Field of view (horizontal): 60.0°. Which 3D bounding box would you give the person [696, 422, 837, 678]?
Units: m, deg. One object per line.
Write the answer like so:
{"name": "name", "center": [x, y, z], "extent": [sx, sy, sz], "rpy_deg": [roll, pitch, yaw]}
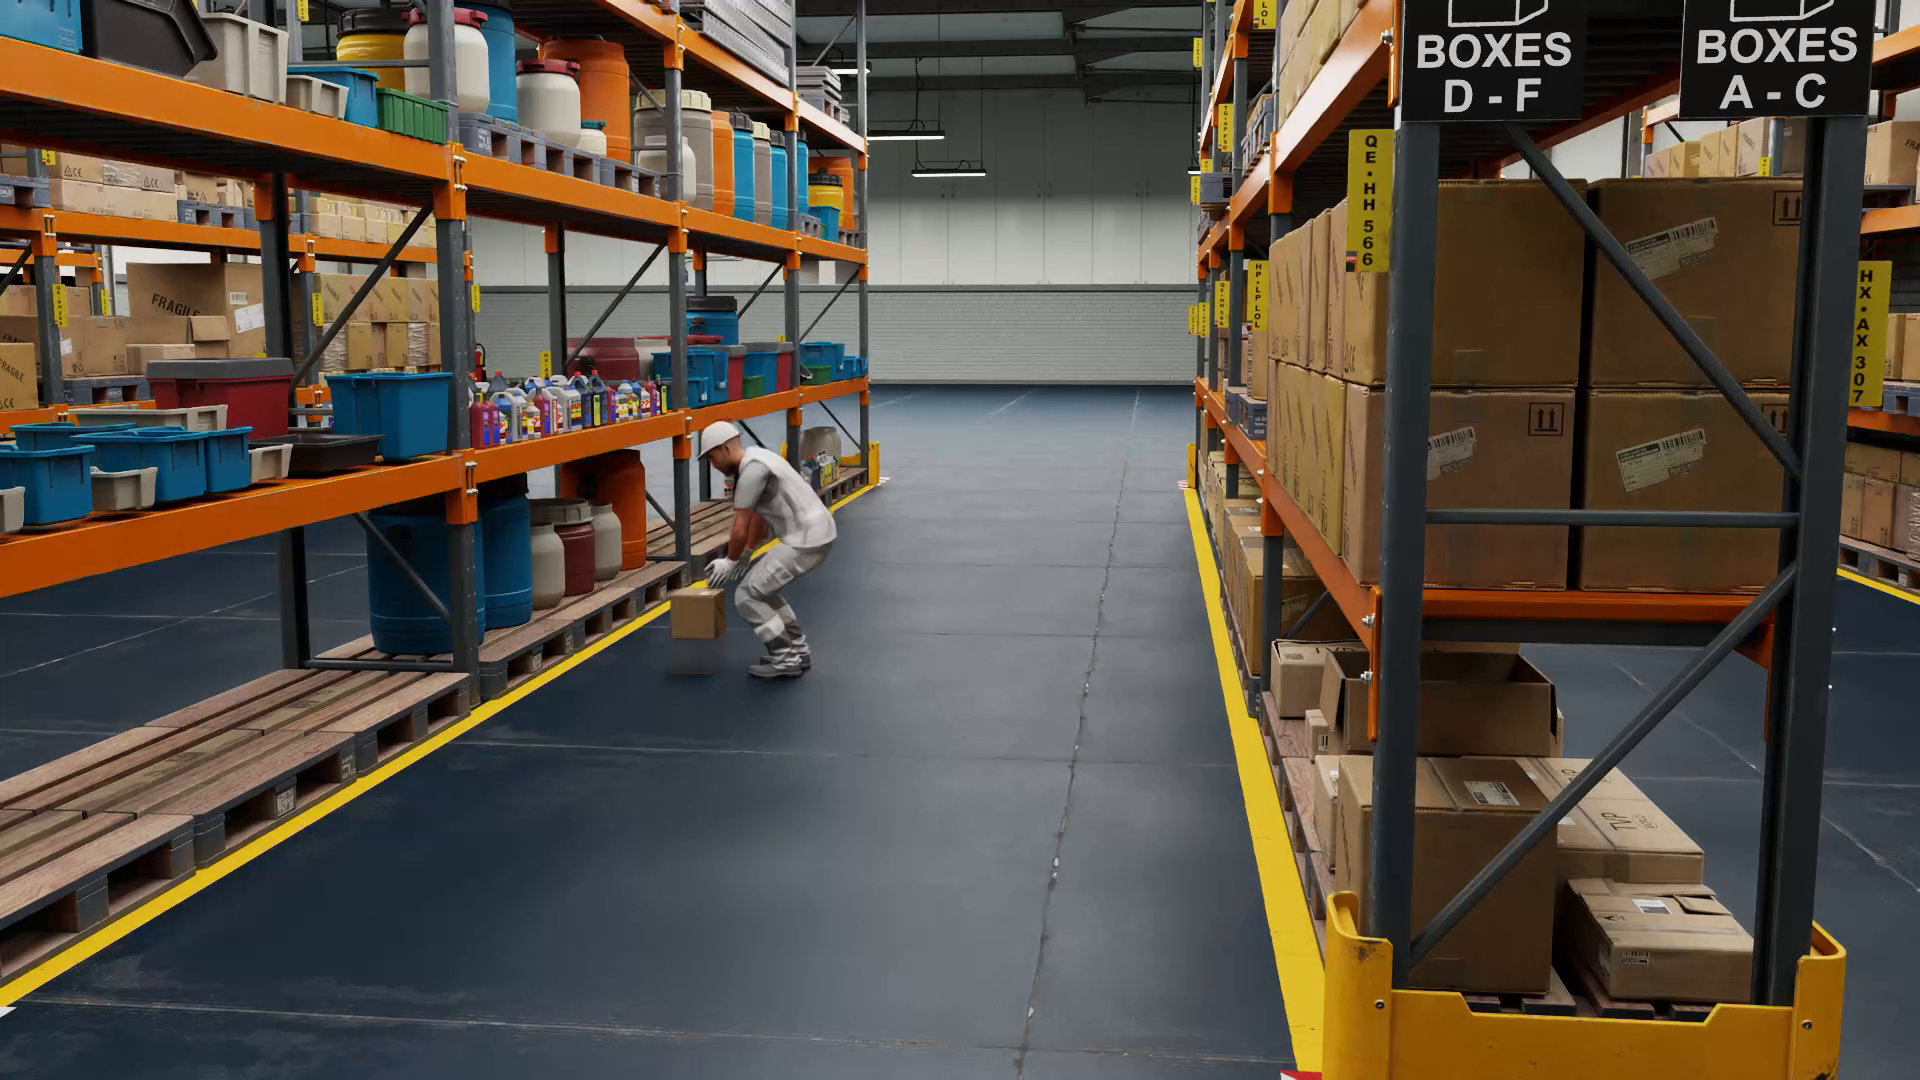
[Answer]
{"name": "person", "center": [-1.078, 0.049, 9.267], "extent": [0.765, 1.414, 0.584], "rpy_deg": [1, 8, 6]}
